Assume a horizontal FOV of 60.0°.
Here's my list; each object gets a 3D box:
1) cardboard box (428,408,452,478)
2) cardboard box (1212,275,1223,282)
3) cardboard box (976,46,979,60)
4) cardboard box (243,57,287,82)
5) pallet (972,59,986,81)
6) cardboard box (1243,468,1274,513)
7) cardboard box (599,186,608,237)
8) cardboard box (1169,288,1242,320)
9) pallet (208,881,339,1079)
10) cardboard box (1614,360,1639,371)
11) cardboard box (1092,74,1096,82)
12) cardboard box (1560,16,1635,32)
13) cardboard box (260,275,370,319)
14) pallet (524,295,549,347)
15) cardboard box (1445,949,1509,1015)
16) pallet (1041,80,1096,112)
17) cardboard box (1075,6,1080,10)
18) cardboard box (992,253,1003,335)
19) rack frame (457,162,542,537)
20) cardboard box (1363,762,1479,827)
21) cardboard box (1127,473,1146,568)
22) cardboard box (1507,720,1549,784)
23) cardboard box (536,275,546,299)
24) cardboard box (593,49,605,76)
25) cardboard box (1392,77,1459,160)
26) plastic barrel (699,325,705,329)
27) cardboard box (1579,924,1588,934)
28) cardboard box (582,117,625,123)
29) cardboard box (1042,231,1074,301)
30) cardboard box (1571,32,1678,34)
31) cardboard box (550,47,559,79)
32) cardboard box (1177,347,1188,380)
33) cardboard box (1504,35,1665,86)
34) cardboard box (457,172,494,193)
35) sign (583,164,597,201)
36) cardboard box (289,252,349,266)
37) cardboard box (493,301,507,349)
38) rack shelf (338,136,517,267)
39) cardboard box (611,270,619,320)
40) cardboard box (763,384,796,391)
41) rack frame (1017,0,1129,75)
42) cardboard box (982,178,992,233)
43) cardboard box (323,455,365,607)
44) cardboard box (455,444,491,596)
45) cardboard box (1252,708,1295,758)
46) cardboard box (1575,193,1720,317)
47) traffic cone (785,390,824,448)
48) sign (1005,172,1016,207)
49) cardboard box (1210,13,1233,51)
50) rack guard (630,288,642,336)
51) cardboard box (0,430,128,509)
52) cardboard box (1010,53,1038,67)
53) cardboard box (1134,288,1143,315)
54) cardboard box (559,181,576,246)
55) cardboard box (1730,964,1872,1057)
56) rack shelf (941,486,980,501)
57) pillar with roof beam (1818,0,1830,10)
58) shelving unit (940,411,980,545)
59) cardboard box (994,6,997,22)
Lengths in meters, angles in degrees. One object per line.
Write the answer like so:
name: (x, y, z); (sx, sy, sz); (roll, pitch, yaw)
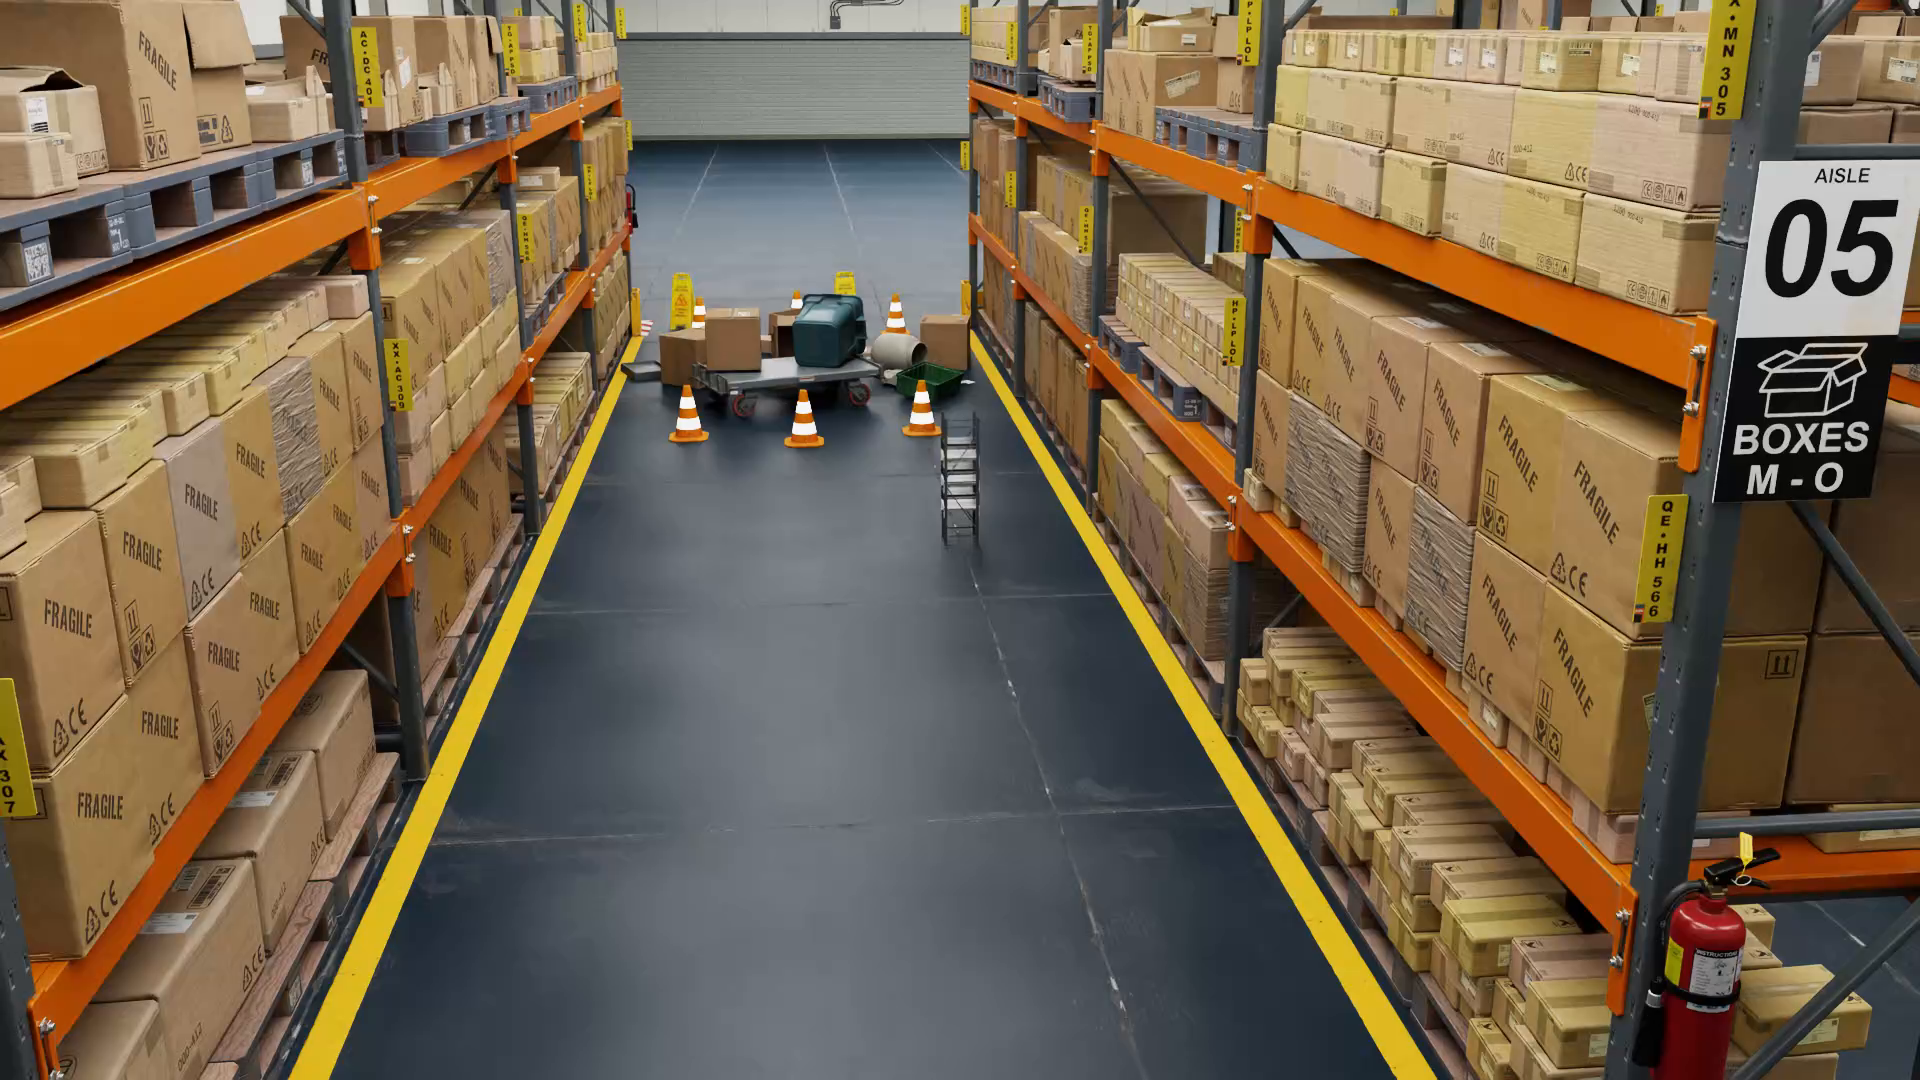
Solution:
cardboard box: (-2.901, -0.491, 8.483); (0.500, 0.250, 0.500); (-2, 18, -7)
cardboard box: (1.941, -1.733, 11.411); (0.380, 0.149, 0.250); (-1, 17, -5)
cardboard box: (0.381, -5.324, 18.171); (0.380, 0.149, 0.250); (-2, 18, -5)
cardboard box: (-3.363, -2.114, 7.843); (0.500, 0.311, 0.500); (-2, 18, -6)
pallet: (0.699, -5.195, 18.358); (1.003, 0.211, 1.213); (-2, 18, -6)
cardboard box: (1.554, -0.238, 7.846); (0.380, 0.149, 0.250); (-1, 17, -4)
cardboard box: (-3.770, -3.281, 16.456); (0.500, 0.500, 0.500); (-2, 18, -6)
cardboard box: (1.451, -1.399, 9.849); (0.380, 0.149, 0.250); (-2, 18, -6)
pallet: (-2.934, 1.655, 6.054); (1.003, 0.211, 1.213); (-2, 18, -6)
cardboard box: (2.390, -0.375, 5.530); (0.500, 0.500, 0.500); (-2, 18, -7)
cardboard box: (1.157, -3.383, 11.960); (0.380, 0.166, 0.250); (-2, 18, -6)
cardboard box: (5.919, -4.496, 15.110); (0.797, 0.503, 0.637); (-3, 18, -8)
cardboard box: (-2.715, -1.021, 7.003); (0.380, 0.149, 0.250); (-2, 18, -7)
pallet: (-3.655, -1.578, 12.017); (1.213, 0.211, 1.003); (-2, 18, -6)
cardboard box: (1.869, 1.454, 5.599); (0.380, 0.149, 0.250); (-2, 18, -8)
pallet: (1.200, -3.508, 13.151); (1.003, 0.211, 1.213); (-1, 17, -3)
cardboard box: (1.298, -4.970, 15.713); (0.380, 0.149, 0.250); (-2, 18, -6)
cardboard box: (0.841, -2.752, 18.281); (0.875, 0.875, 0.875); (-2, 18, -7)
rack frame: (-3.476, -1.461, 11.322); (1.000, 3.000, 0.127); (-2, 18, -6)
cardboard box: (1.815, 0.999, 6.551); (0.380, 0.149, 0.250); (-2, 18, -5)
cardboard box: (1.369, -0.130, 10.557); (0.500, 0.500, 0.500); (-2, 18, -7)
cardboard box: (1.919, 0.622, 5.109); (0.380, 0.149, 0.250); (-2, 18, -6)
cardboard box: (-3.310, -1.895, 12.423); (0.380, 0.149, 0.250); (-2, 18, -5)
cardboard box: (-3.817, -4.747, 16.535); (0.500, 0.250, 0.500); (-2, 18, -5)
cardboard box: (1.817, -1.444, 5.675); (0.500, 0.250, 0.500); (-3, 18, -8)
plastic barrel: (-2.582, -2.046, 17.489); (0.512, 0.421, 0.421); (11, 21, 32)
cardboard box: (2.348, 1.432, 6.167); (0.380, 0.149, 0.250); (-2, 18, -5)
cardboard box: (-4.031, -4.365, 18.242); (0.700, 0.500, 0.500); (-2, 18, -7)
cardboard box: (0.965, -2.268, 13.725); (0.500, 0.500, 0.500); (-2, 17, -5)
cardboard box: (2.360, -1.696, 5.815); (0.380, 0.149, 0.250); (-2, 18, -7)
cardboard box: (-3.684, -4.043, 14.088); (0.500, 0.250, 0.500); (-2, 18, -7)
cardboard box: (1.474, -1.033, 9.677); (0.380, 0.149, 0.250); (-1, 17, -3)
cardboard box: (1.880, -1.444, 5.012); (0.380, 0.149, 0.250); (-2, 18, -7)
cardboard box: (-3.977, -2.880, 13.397); (0.380, 0.149, 0.250); (-1, 17, -3)
sign: (-3.337, -3.223, 15.003); (0.100, 0.325, 0.005); (-2, 18, -6)
cardboard box: (-3.453, -1.225, 8.734); (0.500, 0.500, 0.500); (-1, 17, -4)
cardboard box: (-3.117, -1.339, 10.349); (0.500, 0.250, 0.500); (-2, 18, -7)
rack shelf: (-3.270, -1.953, 9.083); (1.077, 0.370, 4.000); (-2, 18, -6)
cardboard box: (-3.857, -2.554, 17.442); (0.500, 0.500, 0.500); (-2, 18, -7)
cardboard box: (-1.838, -1.657, 16.512); (0.396, 0.266, 0.258); (16, 24, 42)
rack frame: (1.025, -5.698, 14.803); (1.000, 3.000, 0.127); (-2, 18, -6)
cardboard box: (0.707, -3.656, 18.064); (0.875, 0.550, 0.550); (-2, 18, -6)
cardboard box: (-2.703, -0.033, 6.609); (0.500, 0.500, 0.500); (-2, 18, -7)
cardboard box: (-3.399, -0.173, 10.067); (0.875, 0.875, 0.875); (-2, 17, -5)
cardboard box: (1.595, 0.905, 7.844); (0.380, 0.149, 0.250); (-1, 17, -4)
cardboard box: (1.952, -0.747, 4.292); (0.500, 0.250, 0.500); (-2, 18, -7)
traffic cone: (-1.343, -1.060, 14.282); (0.336, 0.463, 0.334); (-2, 18, -6)
sign: (0.473, -3.269, 15.504); (0.100, 0.325, 0.005); (-2, 18, -6)
cardboard box: (1.805, -3.223, 10.483); (0.396, 0.266, 0.258); (-2, 18, -6)
rack guard: (-4.293, -2.629, 19.217); (1.175, 0.500, 0.348); (-2, 18, -6)
cardboard box: (-2.423, -0.183, 4.332); (0.380, 0.149, 0.250); (-1, 17, -4)
cardboard box: (0.669, -4.494, 15.526); (0.380, 0.149, 0.250); (-2, 18, -6)
cardboard box: (1.348, -1.556, 10.847); (0.380, 0.149, 0.250); (-2, 18, -7)
cardboard box: (-3.560, -2.764, 14.110); (0.500, 0.500, 0.500); (-2, 18, -5)
cardboard box: (2.546, 1.449, 5.119); (0.380, 0.149, 0.250); (-3, 18, -8)
rack shelf: (0.001, -0.309, 11.572); (0.258, 0.077, 0.200); (-2, 18, -6)
pillar with roof beam: (15.131, -12.520, 36.532); (9.100, 9.000, 0.400); (-2, 18, -6)
shelving unit: (0.001, -0.427, 11.535); (0.258, 0.900, 0.210); (-2, 18, -6)
cardboard box: (0.541, -5.250, 16.606); (0.380, 0.149, 0.250); (-2, 18, -6)
